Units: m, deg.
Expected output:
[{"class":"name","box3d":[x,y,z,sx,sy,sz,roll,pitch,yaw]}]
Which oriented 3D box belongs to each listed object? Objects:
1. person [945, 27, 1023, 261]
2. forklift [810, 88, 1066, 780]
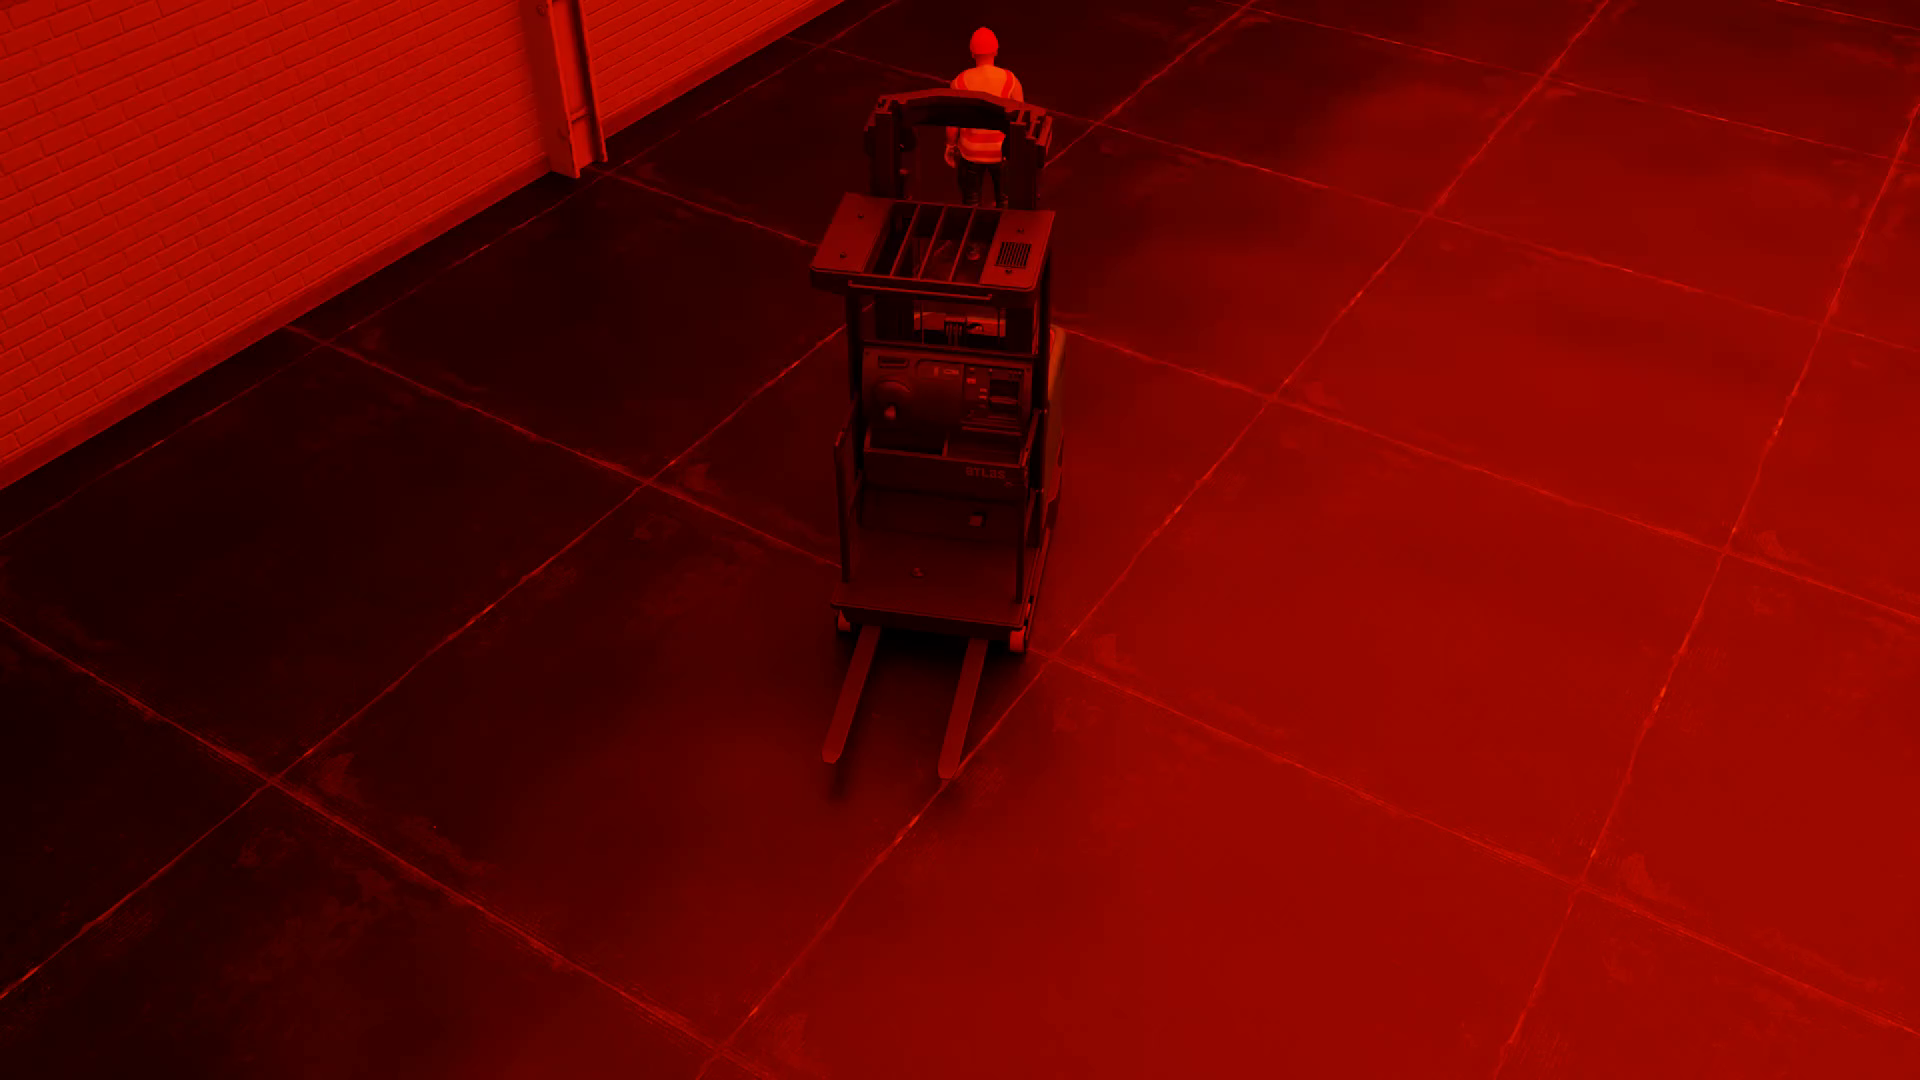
[{"class":"person","box3d":[0.193,-2.891,12.273,0.616,1.778,0.453,1,40,1]},{"class":"forklift","box3d":[-0.108,-0.731,8.830,1.130,2.935,3.031,7,41,8]}]
